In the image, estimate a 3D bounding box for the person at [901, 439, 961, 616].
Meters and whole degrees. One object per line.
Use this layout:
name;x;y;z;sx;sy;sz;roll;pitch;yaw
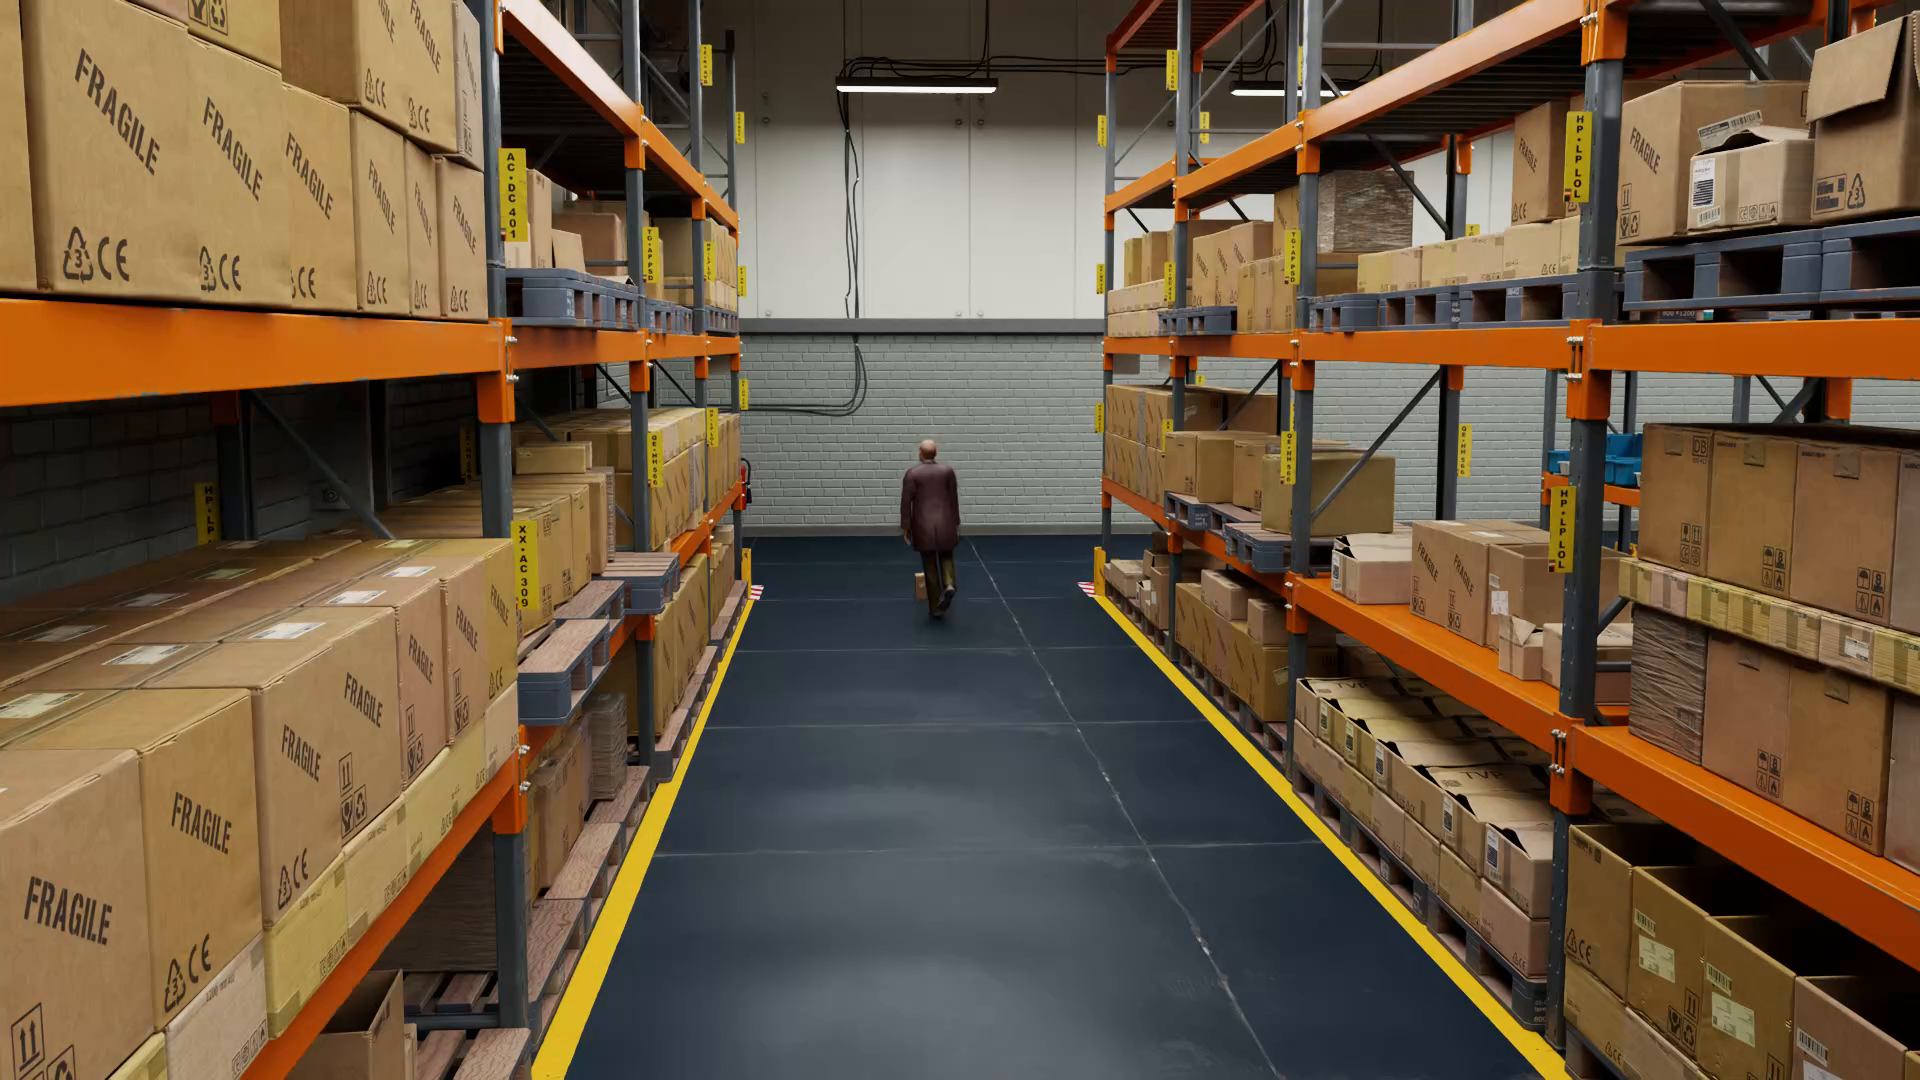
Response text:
person;-0.274;-0.119;16.644;0.624;1.772;0.610;-1;7;-10
